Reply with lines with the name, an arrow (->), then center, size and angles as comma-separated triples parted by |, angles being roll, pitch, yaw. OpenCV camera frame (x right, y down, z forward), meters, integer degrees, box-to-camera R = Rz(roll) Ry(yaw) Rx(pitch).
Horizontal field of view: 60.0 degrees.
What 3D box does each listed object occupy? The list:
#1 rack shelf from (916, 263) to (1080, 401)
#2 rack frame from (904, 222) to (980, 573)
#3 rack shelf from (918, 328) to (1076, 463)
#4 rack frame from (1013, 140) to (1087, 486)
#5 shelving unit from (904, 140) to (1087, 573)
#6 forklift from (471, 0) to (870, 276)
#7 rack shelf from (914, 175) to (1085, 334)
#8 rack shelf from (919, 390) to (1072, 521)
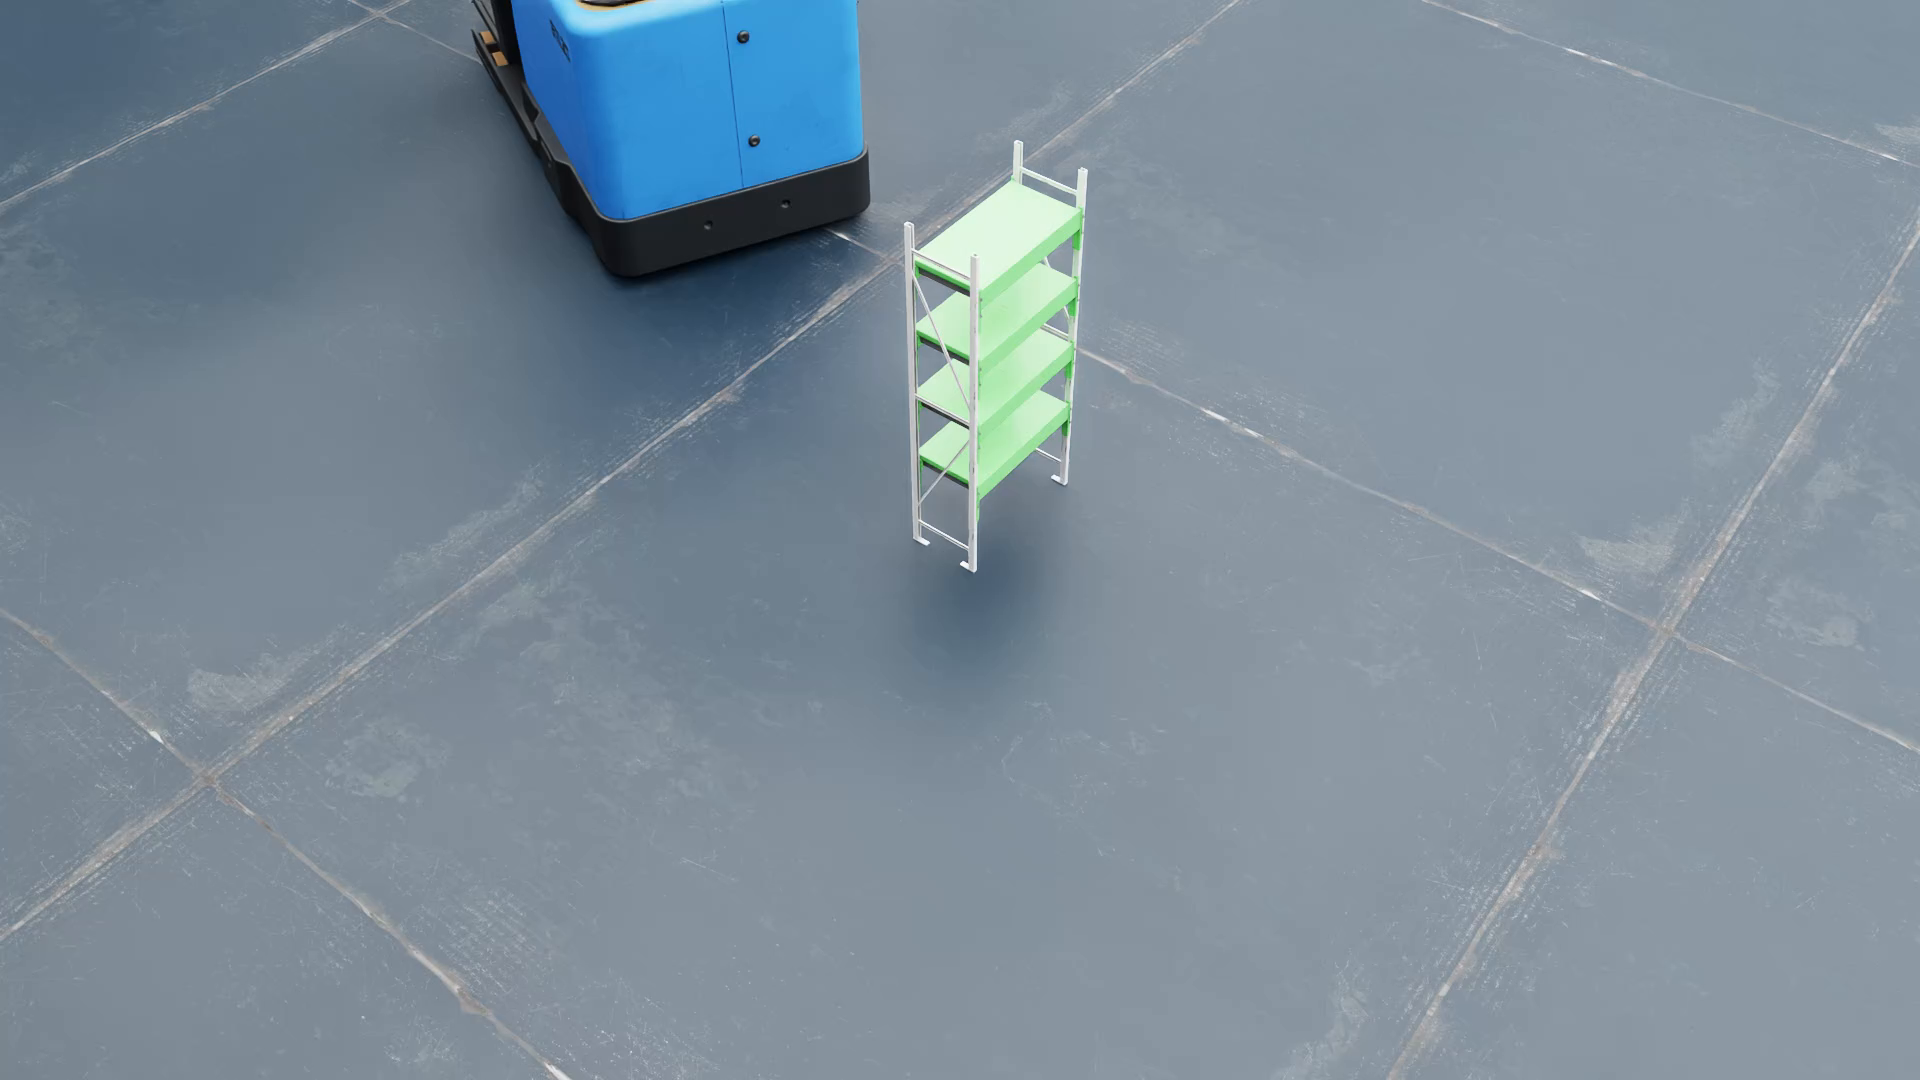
rack shelf -> 0.101, -0.631, 4.779 | 0.258, 0.148, 0.480 | 29, 53, 25
rack frame -> -0.048, -0.370, 4.773 | 0.240, 1.200, 0.015 | 29, 53, 25
rack shelf -> 0.101, -0.465, 4.953 | 0.258, 0.148, 0.480 | 29, 53, 25
rack frame -> 0.250, -0.649, 5.040 | 0.240, 1.200, 0.015 | 29, 53, 25
shelving unit -> 0.101, -0.509, 4.907 | 0.258, 1.200, 0.503 | 29, 53, 25
forklift -> -1.441, -3.049, 6.136 | 1.130, 2.935, 3.031 | -19, 49, -18
rack shelf -> 0.101, -0.797, 4.606 | 0.258, 0.148, 0.480 | 29, 53, 25
rack shelf -> 0.101, -0.299, 5.126 | 0.258, 0.148, 0.480 | 29, 53, 25
